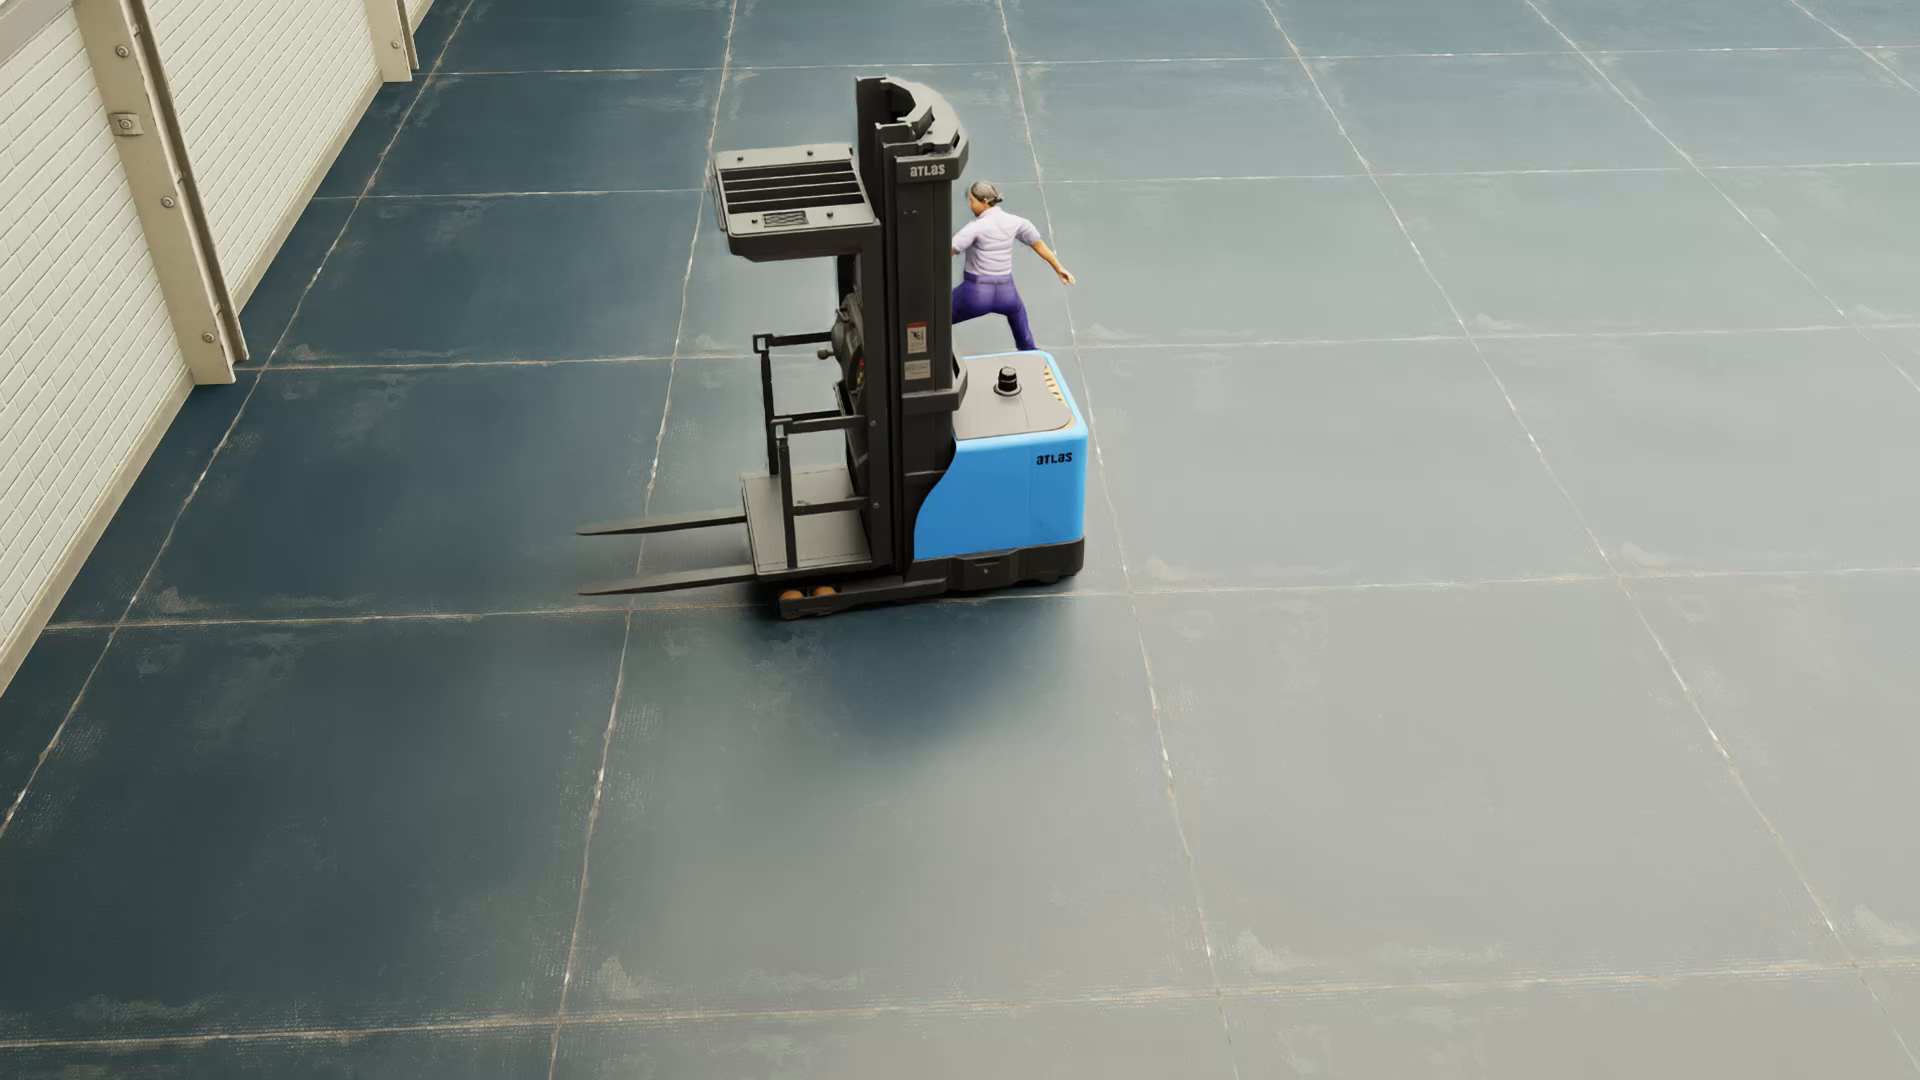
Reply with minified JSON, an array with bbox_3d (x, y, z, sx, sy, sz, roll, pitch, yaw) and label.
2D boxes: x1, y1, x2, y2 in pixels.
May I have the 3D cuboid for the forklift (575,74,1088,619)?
[{"bbox_3d":[-0.813,-1.058,9.464,3.031,2.935,1.130,-7,37,-9],"label":"forklift"}]

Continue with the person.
[{"bbox_3d":[0.224,-1.763,11.733,1.125,1.579,0.526,-13,38,-17],"label":"person"}]
